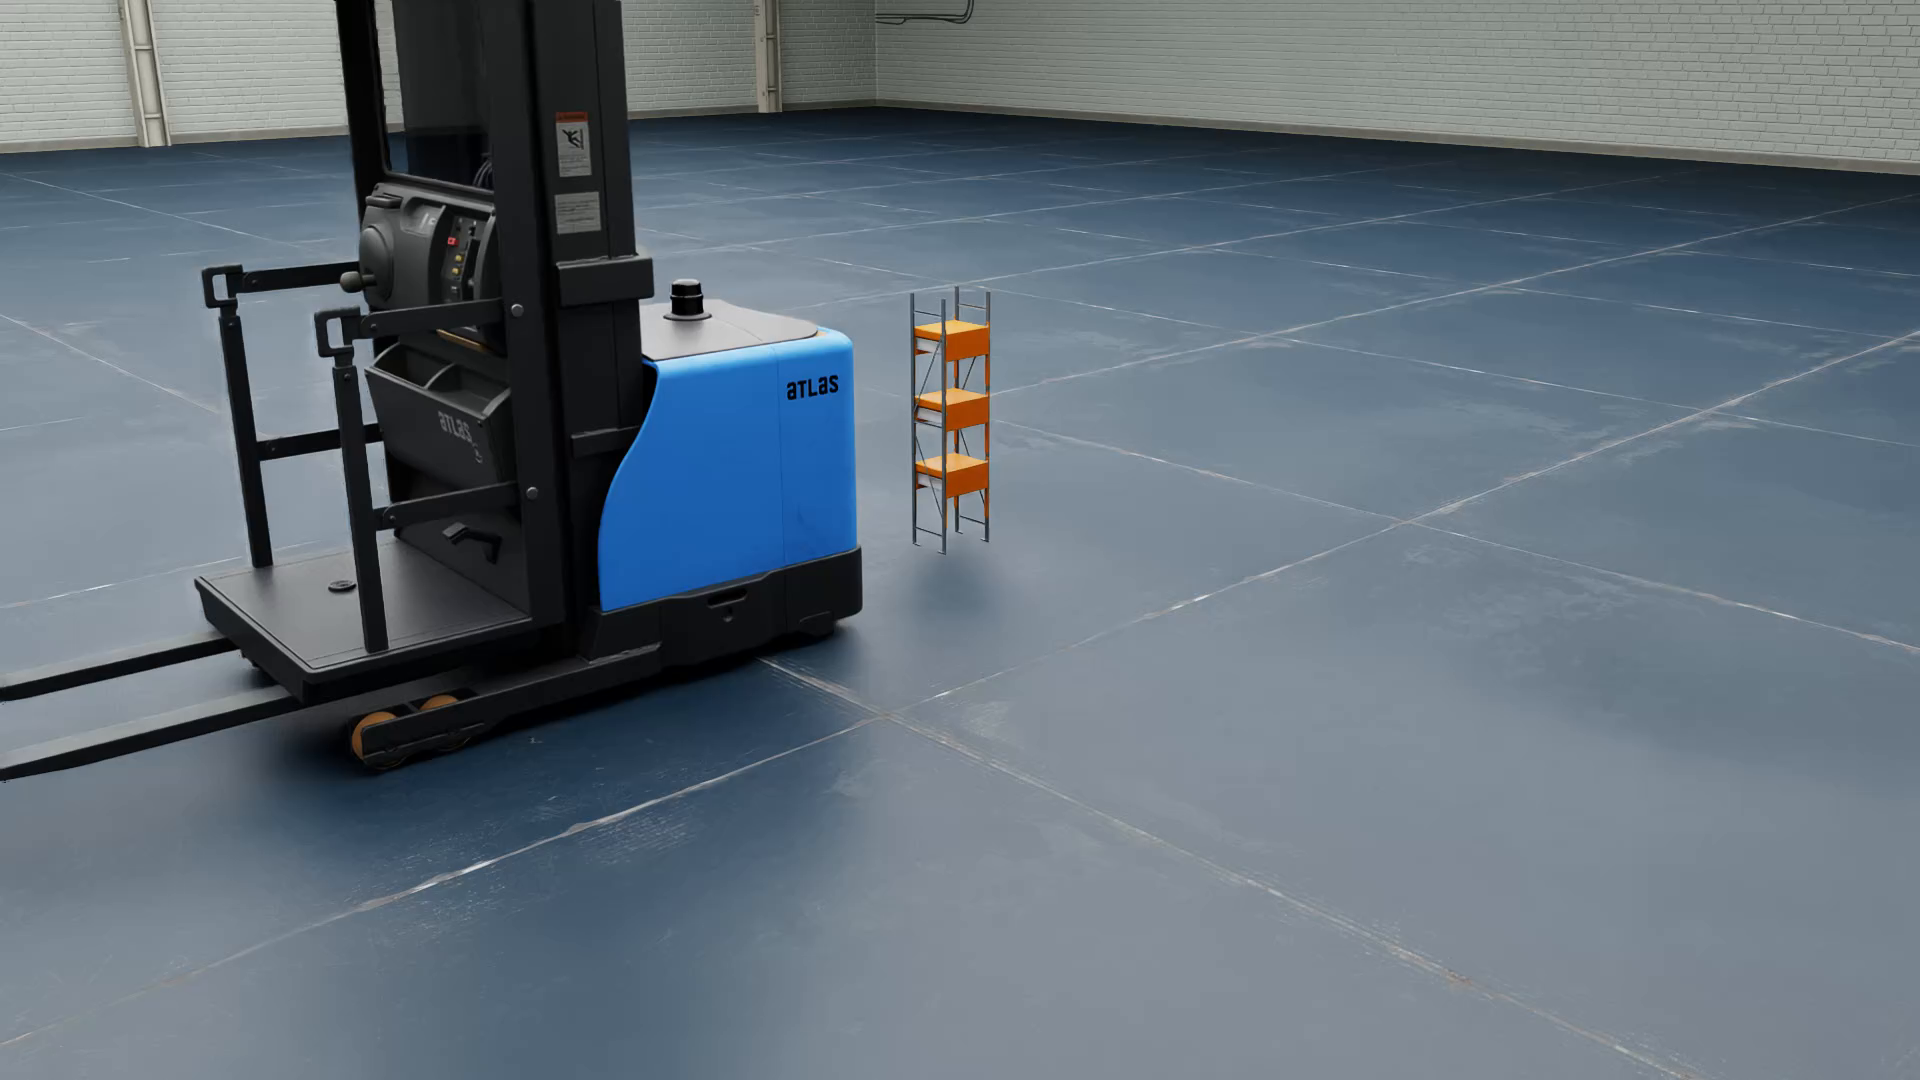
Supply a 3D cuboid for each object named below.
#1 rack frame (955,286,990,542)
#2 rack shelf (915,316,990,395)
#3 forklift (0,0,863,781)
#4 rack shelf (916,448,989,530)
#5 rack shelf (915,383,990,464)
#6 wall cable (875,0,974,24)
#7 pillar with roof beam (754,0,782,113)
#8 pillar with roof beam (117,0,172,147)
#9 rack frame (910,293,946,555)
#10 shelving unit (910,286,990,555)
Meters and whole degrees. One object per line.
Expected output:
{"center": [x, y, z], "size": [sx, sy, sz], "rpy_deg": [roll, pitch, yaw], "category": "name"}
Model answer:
{"center": [0.050, -0.514, 6.868], "size": [0.008, 1.050, 0.200], "rpy_deg": [-16, 24, -41], "category": "rack frame"}
{"center": [-0.039, -0.748, 6.704], "size": [0.240, 0.259, 0.215], "rpy_deg": [-16, 24, -41], "category": "rack shelf"}
{"center": [-1.806, -0.900, 5.009], "size": [3.031, 2.935, 1.130], "rpy_deg": [-14, 23, -38], "category": "forklift"}
{"center": [-0.039, -0.214, 6.877], "size": [0.240, 0.259, 0.215], "rpy_deg": [-16, 24, -41], "category": "rack shelf"}
{"center": [-0.039, -0.478, 6.791], "size": [0.240, 0.259, 0.215], "rpy_deg": [-16, 24, -41], "category": "rack shelf"}
{"center": [-0.815, -11.838, 33.940], "size": [0.112, 2.526, 3.097], "rpy_deg": [-16, 24, -41], "category": "wall cable"}
{"center": [-0.907, -12.022, 29.474], "size": [0.400, 9.000, 9.100], "rpy_deg": [-16, 24, -41], "category": "pillar with roof beam"}
{"center": [-9.626, -9.480, 21.632], "size": [0.400, 9.000, 9.100], "rpy_deg": [-16, 24, -41], "category": "pillar with roof beam"}
{"center": [-0.128, -0.462, 6.708], "size": [0.008, 1.050, 0.200], "rpy_deg": [-16, 24, -41], "category": "rack frame"}
{"center": [-0.039, -0.488, 6.788], "size": [0.252, 1.050, 0.215], "rpy_deg": [-16, 24, -41], "category": "shelving unit"}
